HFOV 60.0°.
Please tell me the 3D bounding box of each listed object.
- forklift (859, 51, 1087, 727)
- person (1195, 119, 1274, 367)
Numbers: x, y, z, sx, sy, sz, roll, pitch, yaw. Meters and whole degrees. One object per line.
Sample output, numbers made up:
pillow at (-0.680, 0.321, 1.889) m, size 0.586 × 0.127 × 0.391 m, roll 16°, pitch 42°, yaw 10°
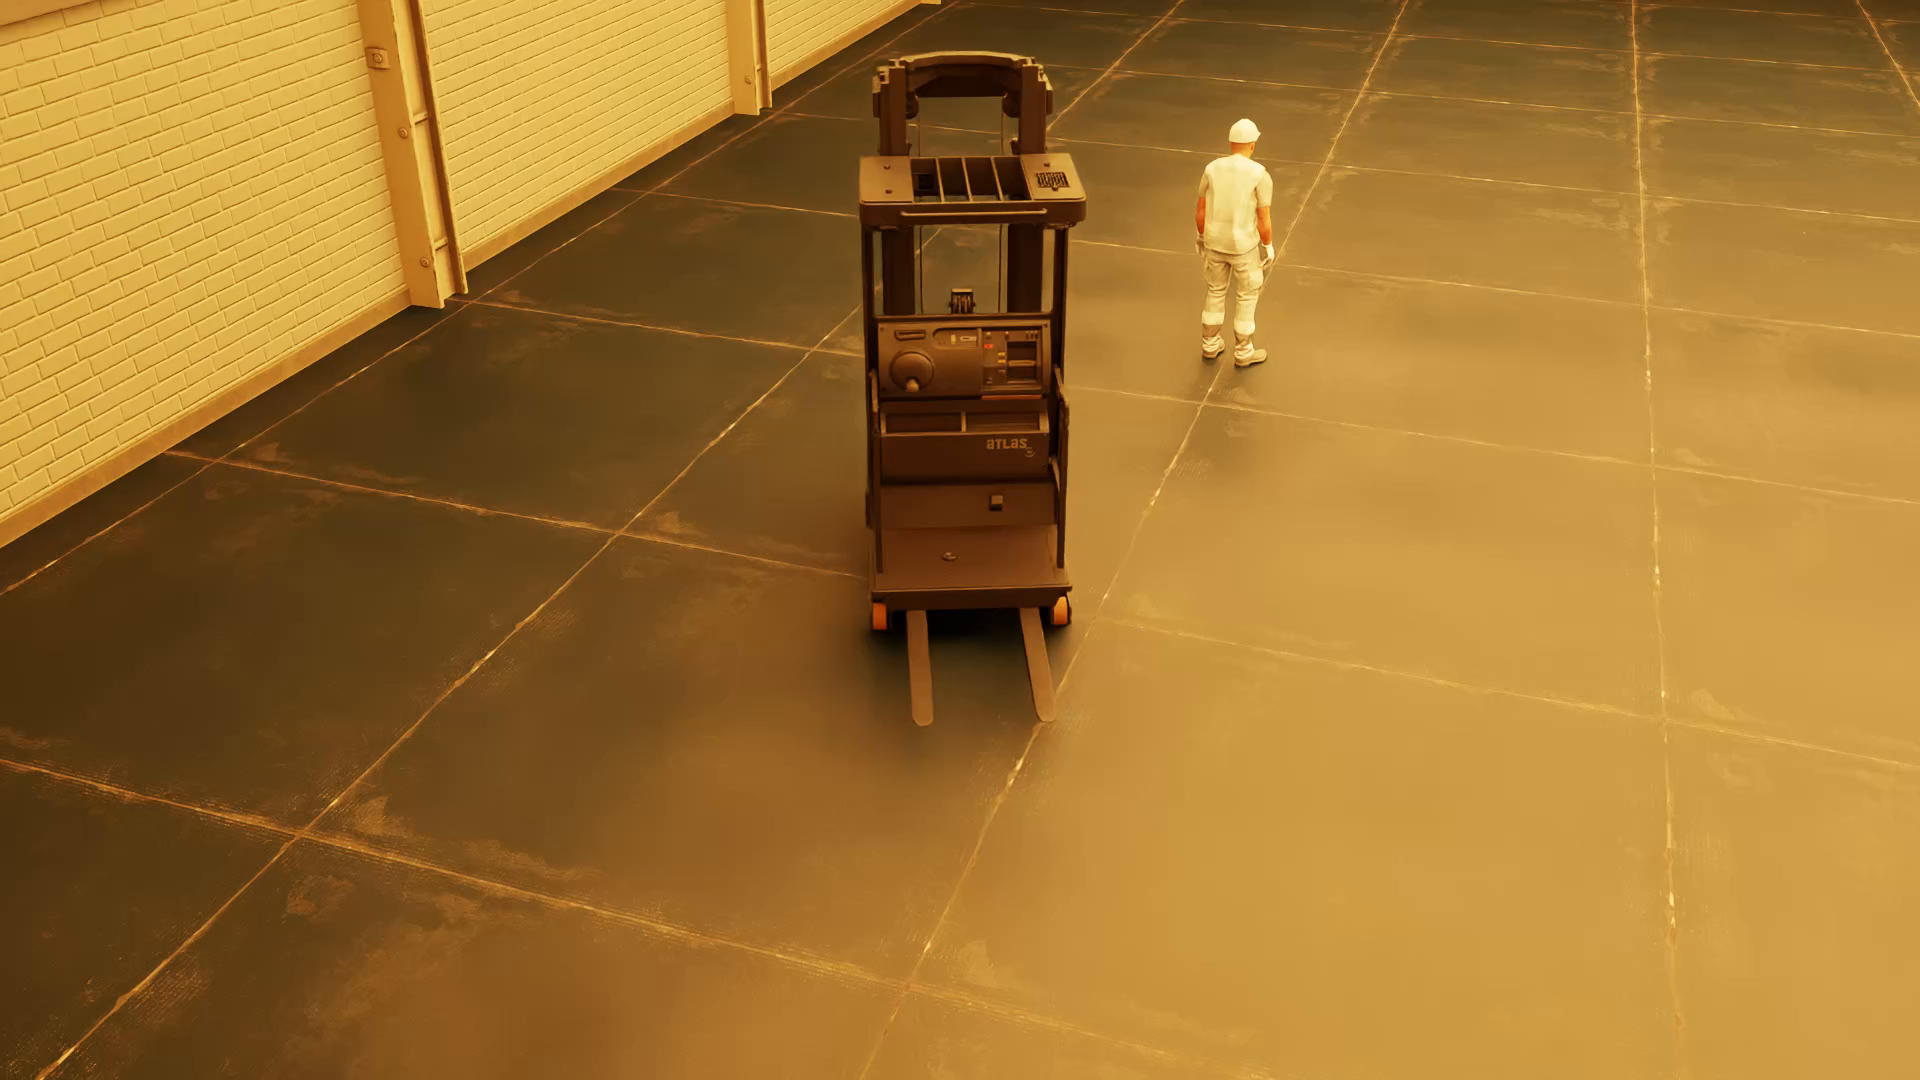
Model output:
forklift at (0.039, -0.935, 8.777) m, size 1.130 × 2.935 × 3.031 m, roll -2°, pitch 30°, yaw -3°
person at (1.994, -2.152, 12.080) m, size 0.612 × 1.778 × 0.451 m, roll 18°, pitch 35°, yaw 29°
